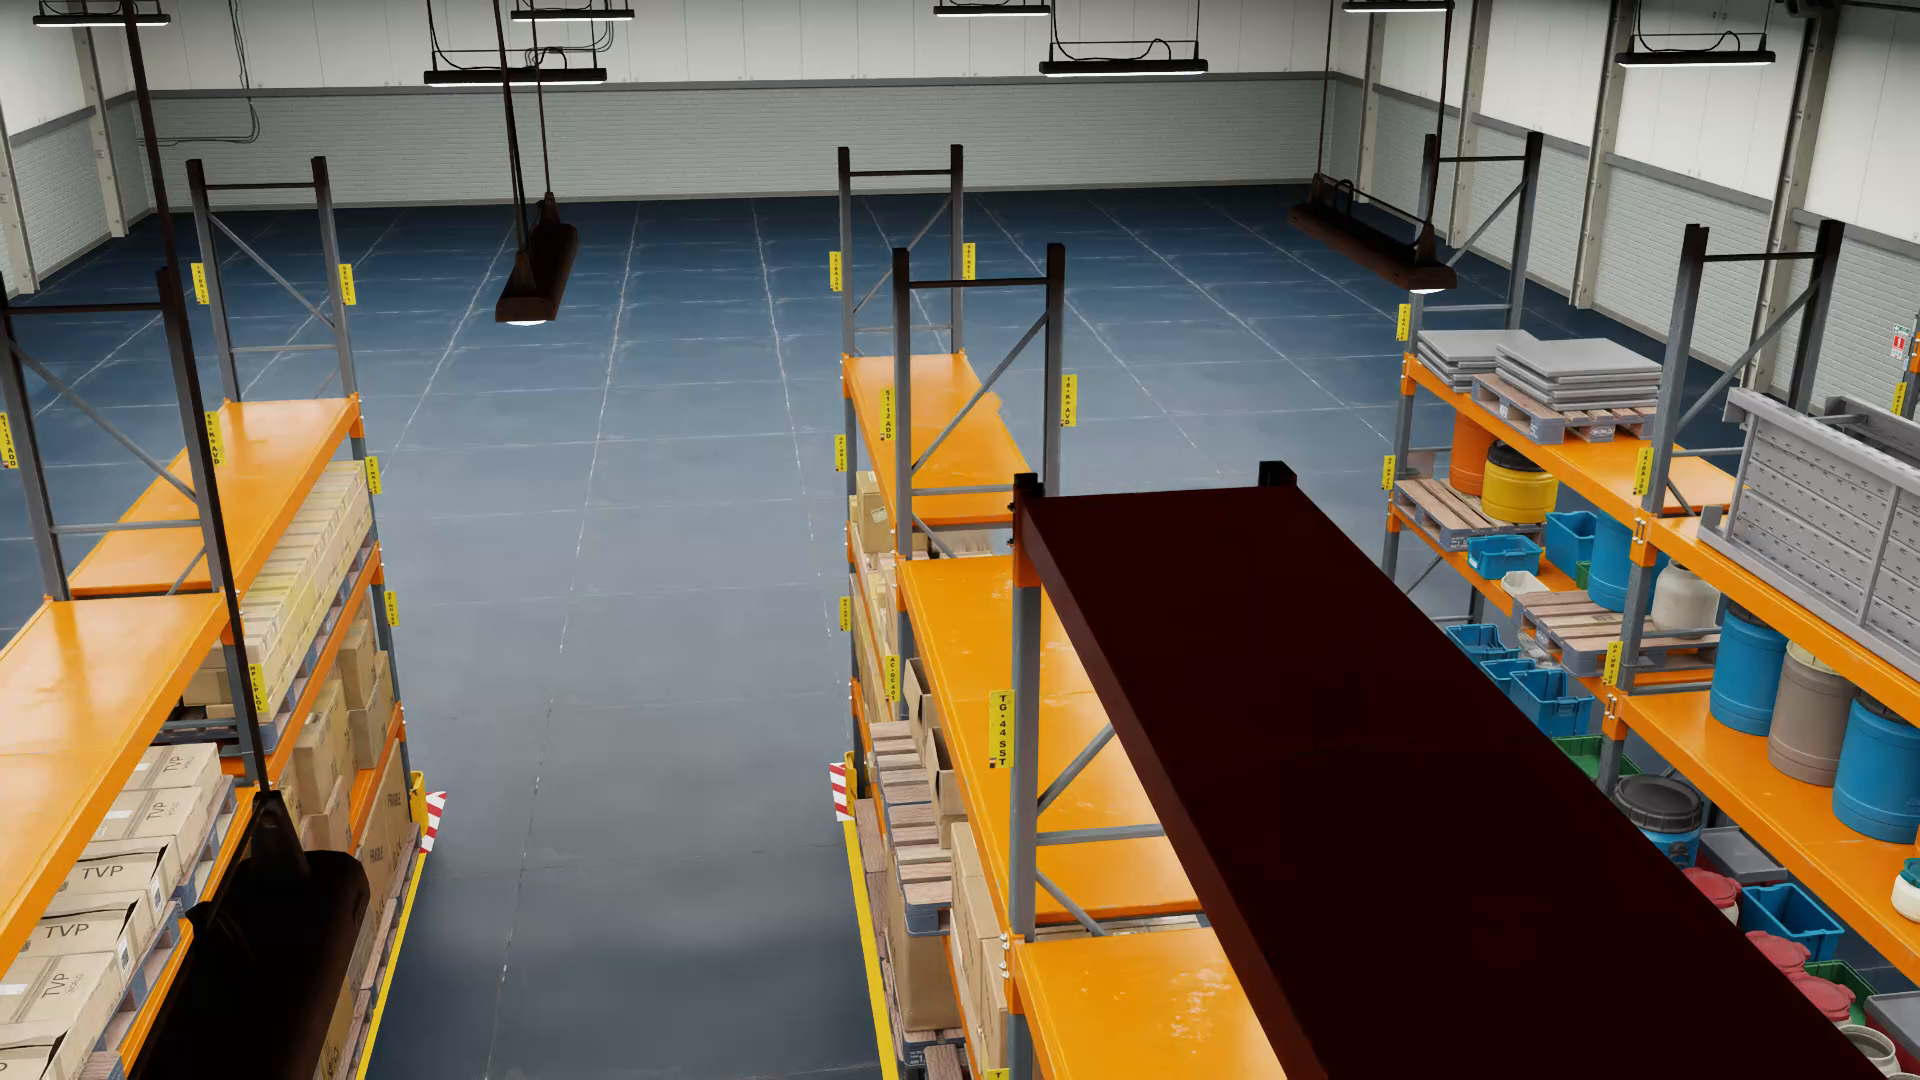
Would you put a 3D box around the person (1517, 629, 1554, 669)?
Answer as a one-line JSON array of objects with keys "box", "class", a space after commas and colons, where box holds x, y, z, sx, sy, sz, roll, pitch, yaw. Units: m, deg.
[{"box": [6.168, 0.613, 17.687, 0.513, 1.792, 0.618, 7, 23, 18], "class": "person"}]
